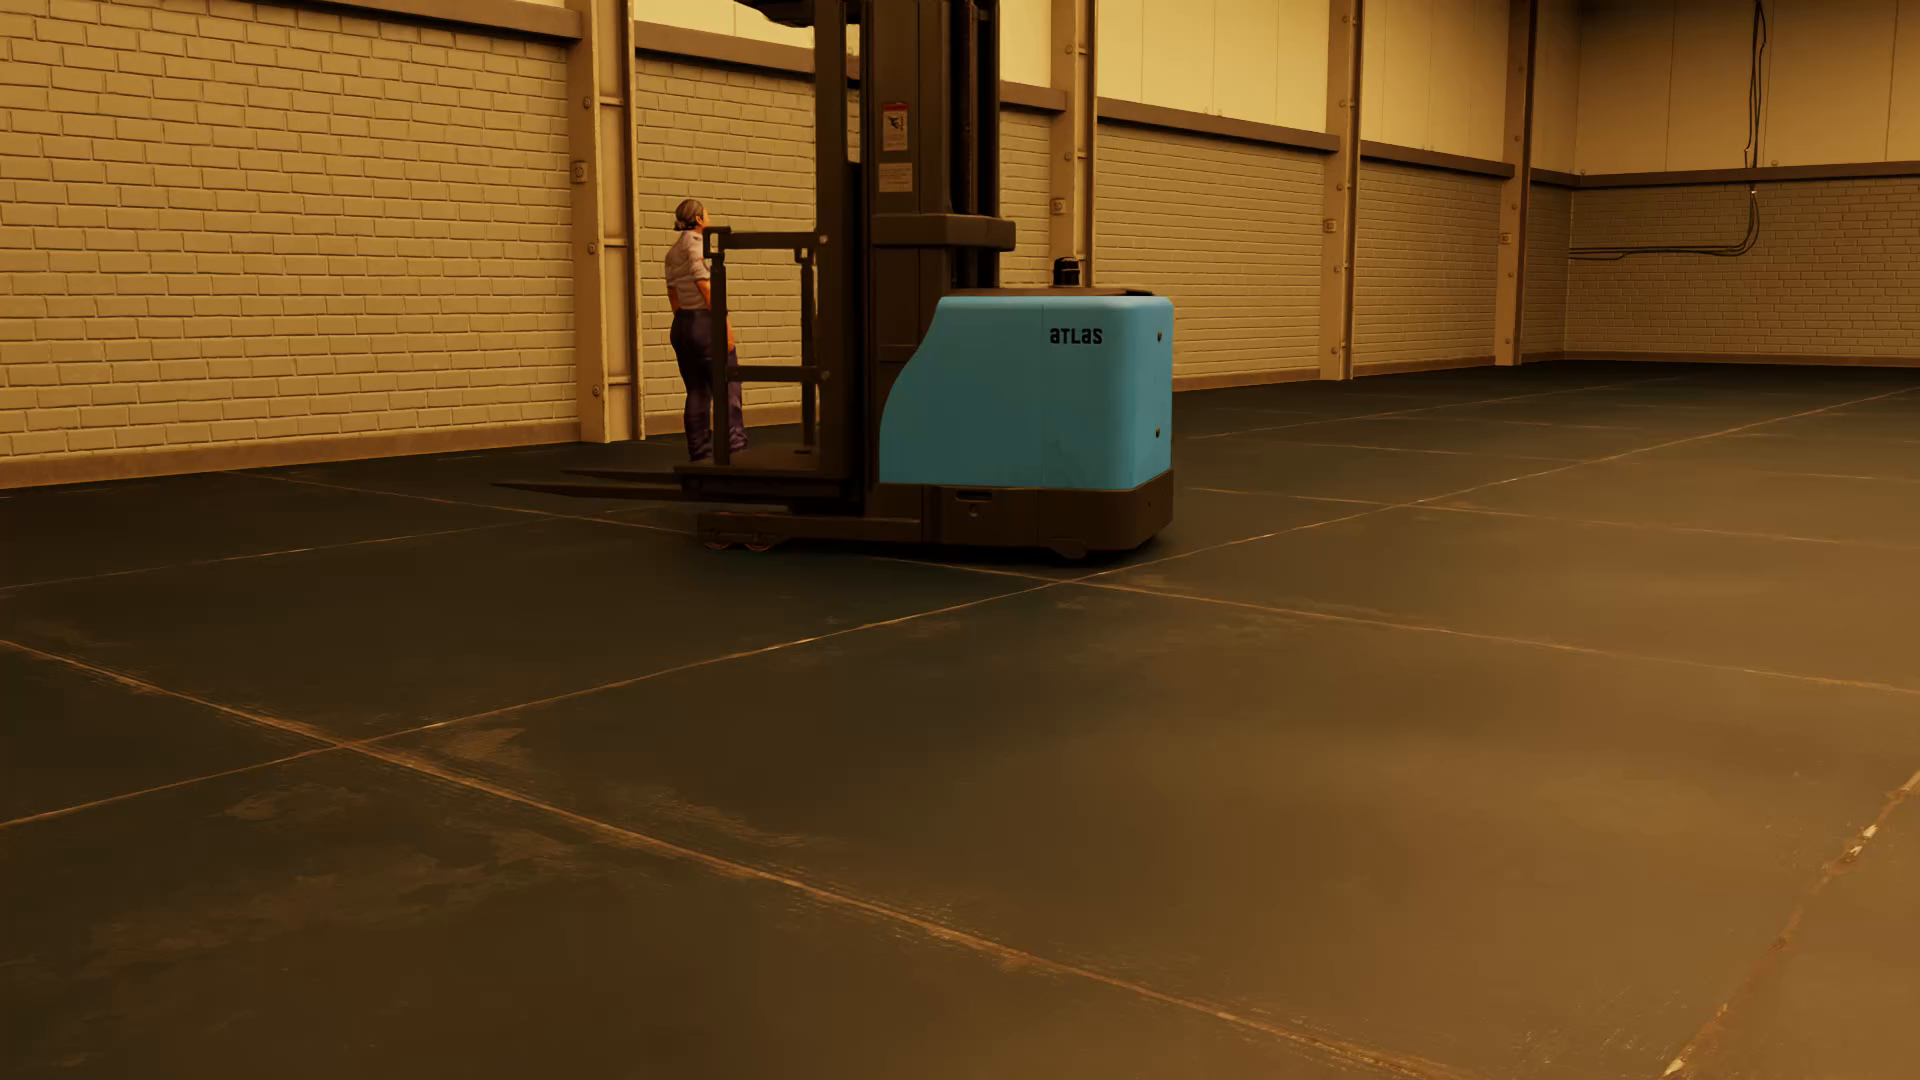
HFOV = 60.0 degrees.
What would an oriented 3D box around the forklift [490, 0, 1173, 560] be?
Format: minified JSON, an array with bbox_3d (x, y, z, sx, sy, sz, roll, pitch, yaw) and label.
[{"bbox_3d":[-0.618,-1.470,7.326,3.031,2.935,1.130,3,9,17],"label":"forklift"}]

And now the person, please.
[{"bbox_3d":[-1.498,-1.244,10.205,0.504,1.646,0.588,-6,10,-36],"label":"person"}]
